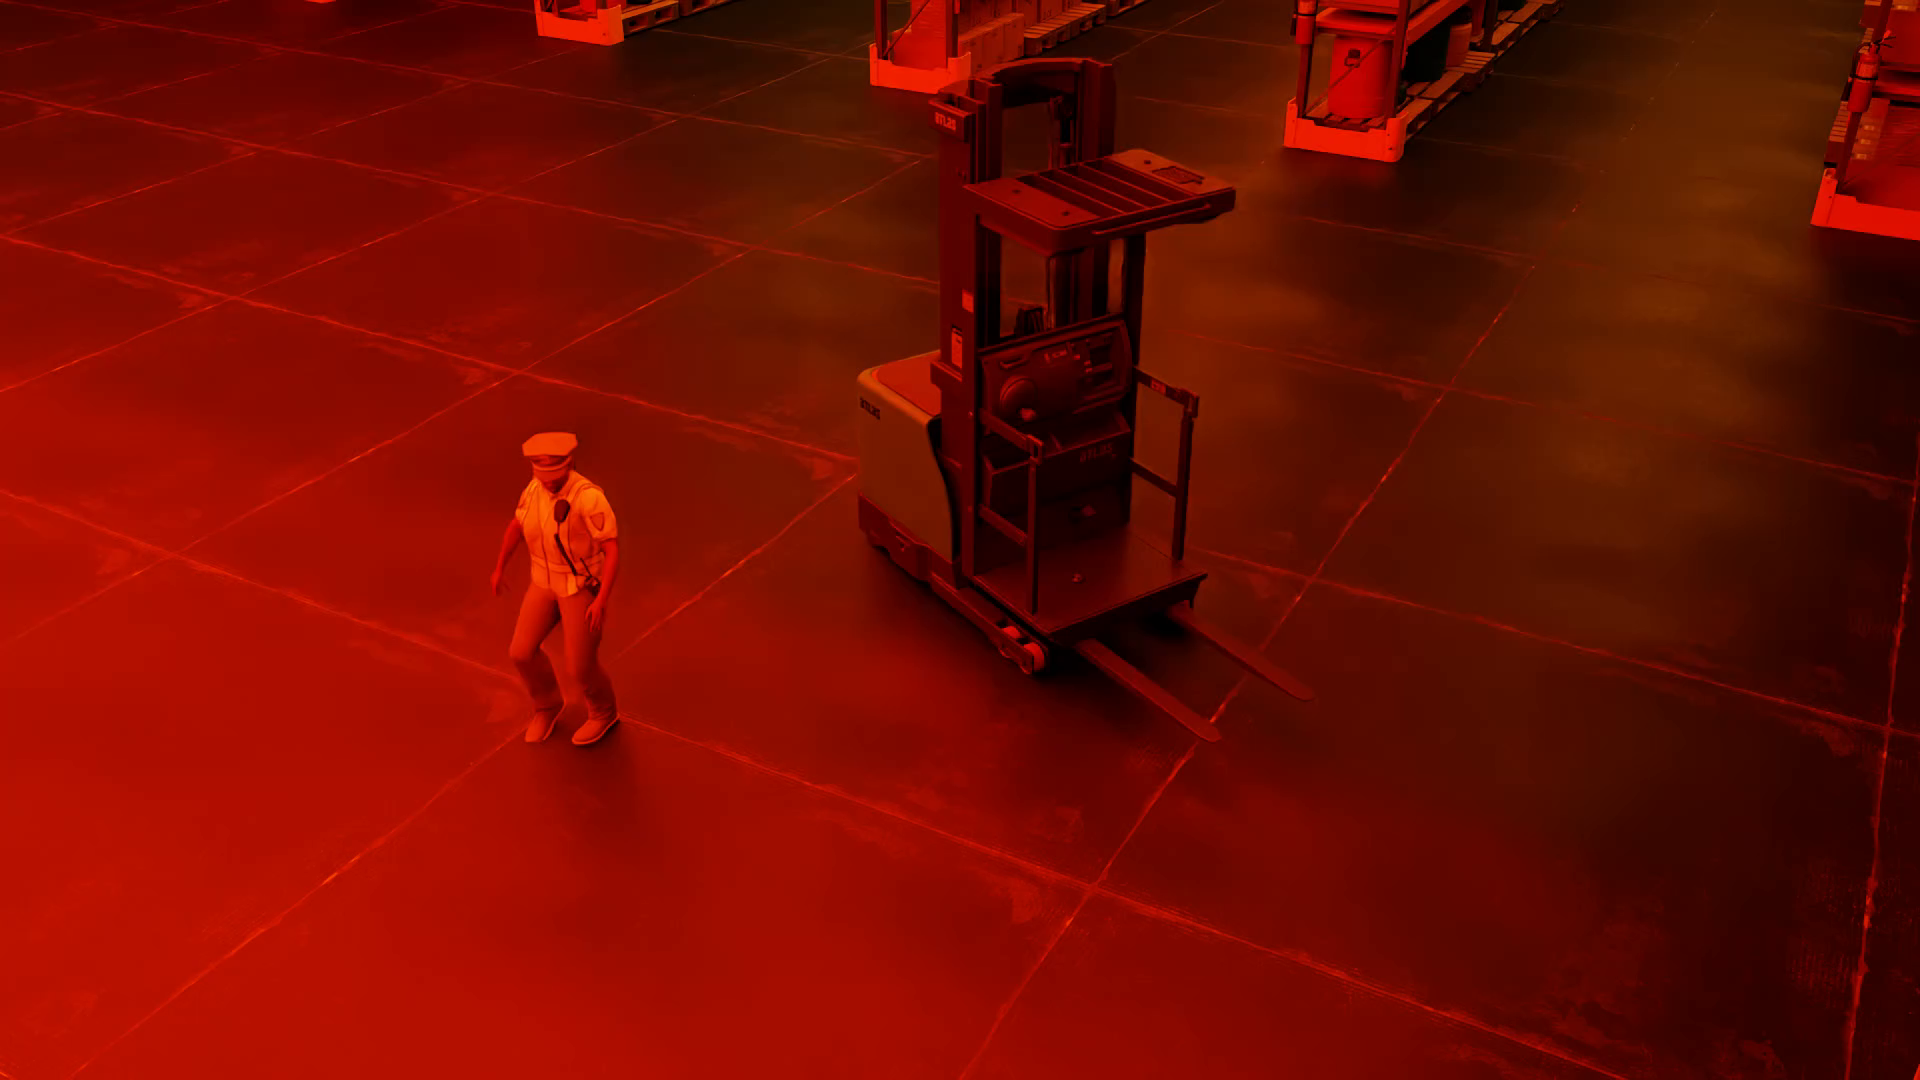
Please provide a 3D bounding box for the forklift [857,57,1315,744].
[{"bbox_3d":[0.631,-0.833,8.514,1.130,2.935,3.031,-19,35,-29],"label":"forklift"}]

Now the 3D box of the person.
[{"bbox_3d":[-1.889,0.281,7.928,0.834,1.682,0.459,19,35,29],"label":"person"}]
